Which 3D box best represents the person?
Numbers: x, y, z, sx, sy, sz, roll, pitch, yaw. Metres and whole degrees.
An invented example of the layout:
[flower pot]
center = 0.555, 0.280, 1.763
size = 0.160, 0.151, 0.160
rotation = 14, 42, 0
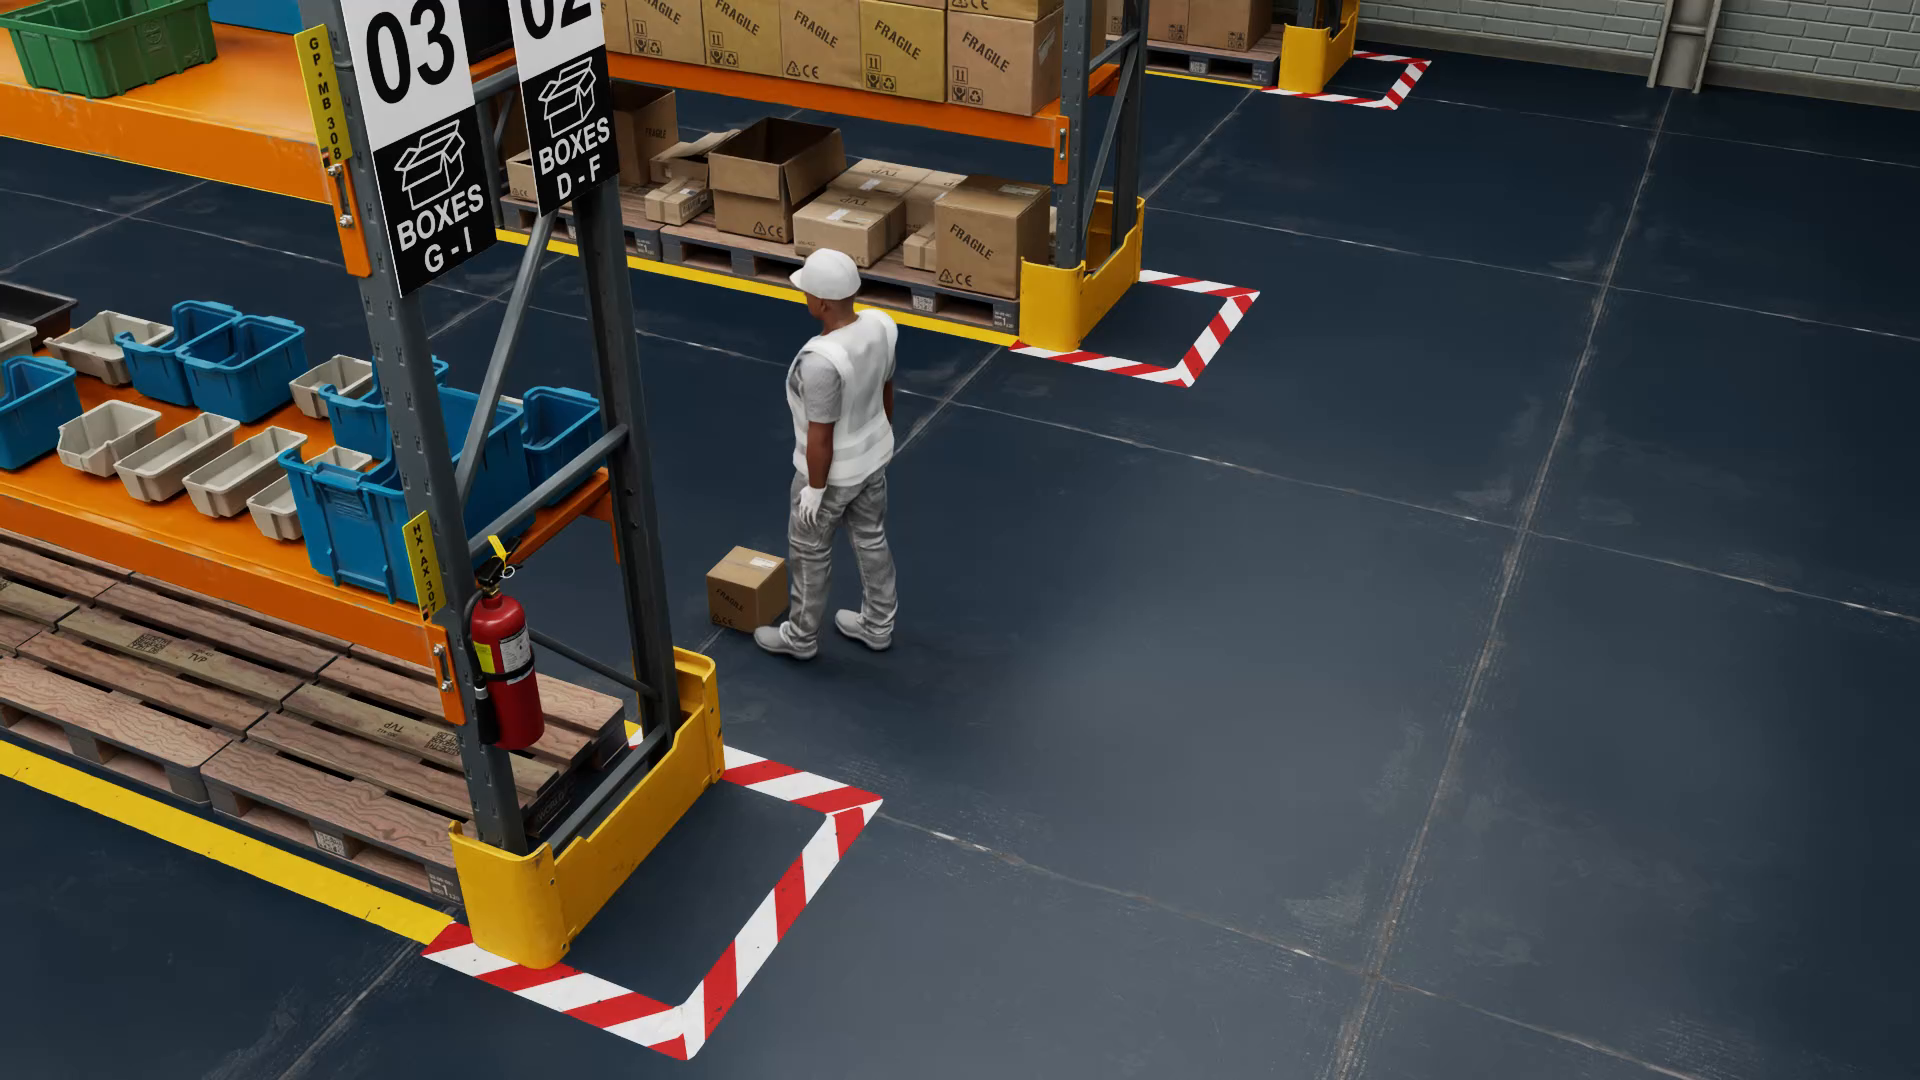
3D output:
[person]
center = -0.545, -0.341, 6.626
size = 0.539, 1.787, 0.598
rotation = 20, 38, 27
